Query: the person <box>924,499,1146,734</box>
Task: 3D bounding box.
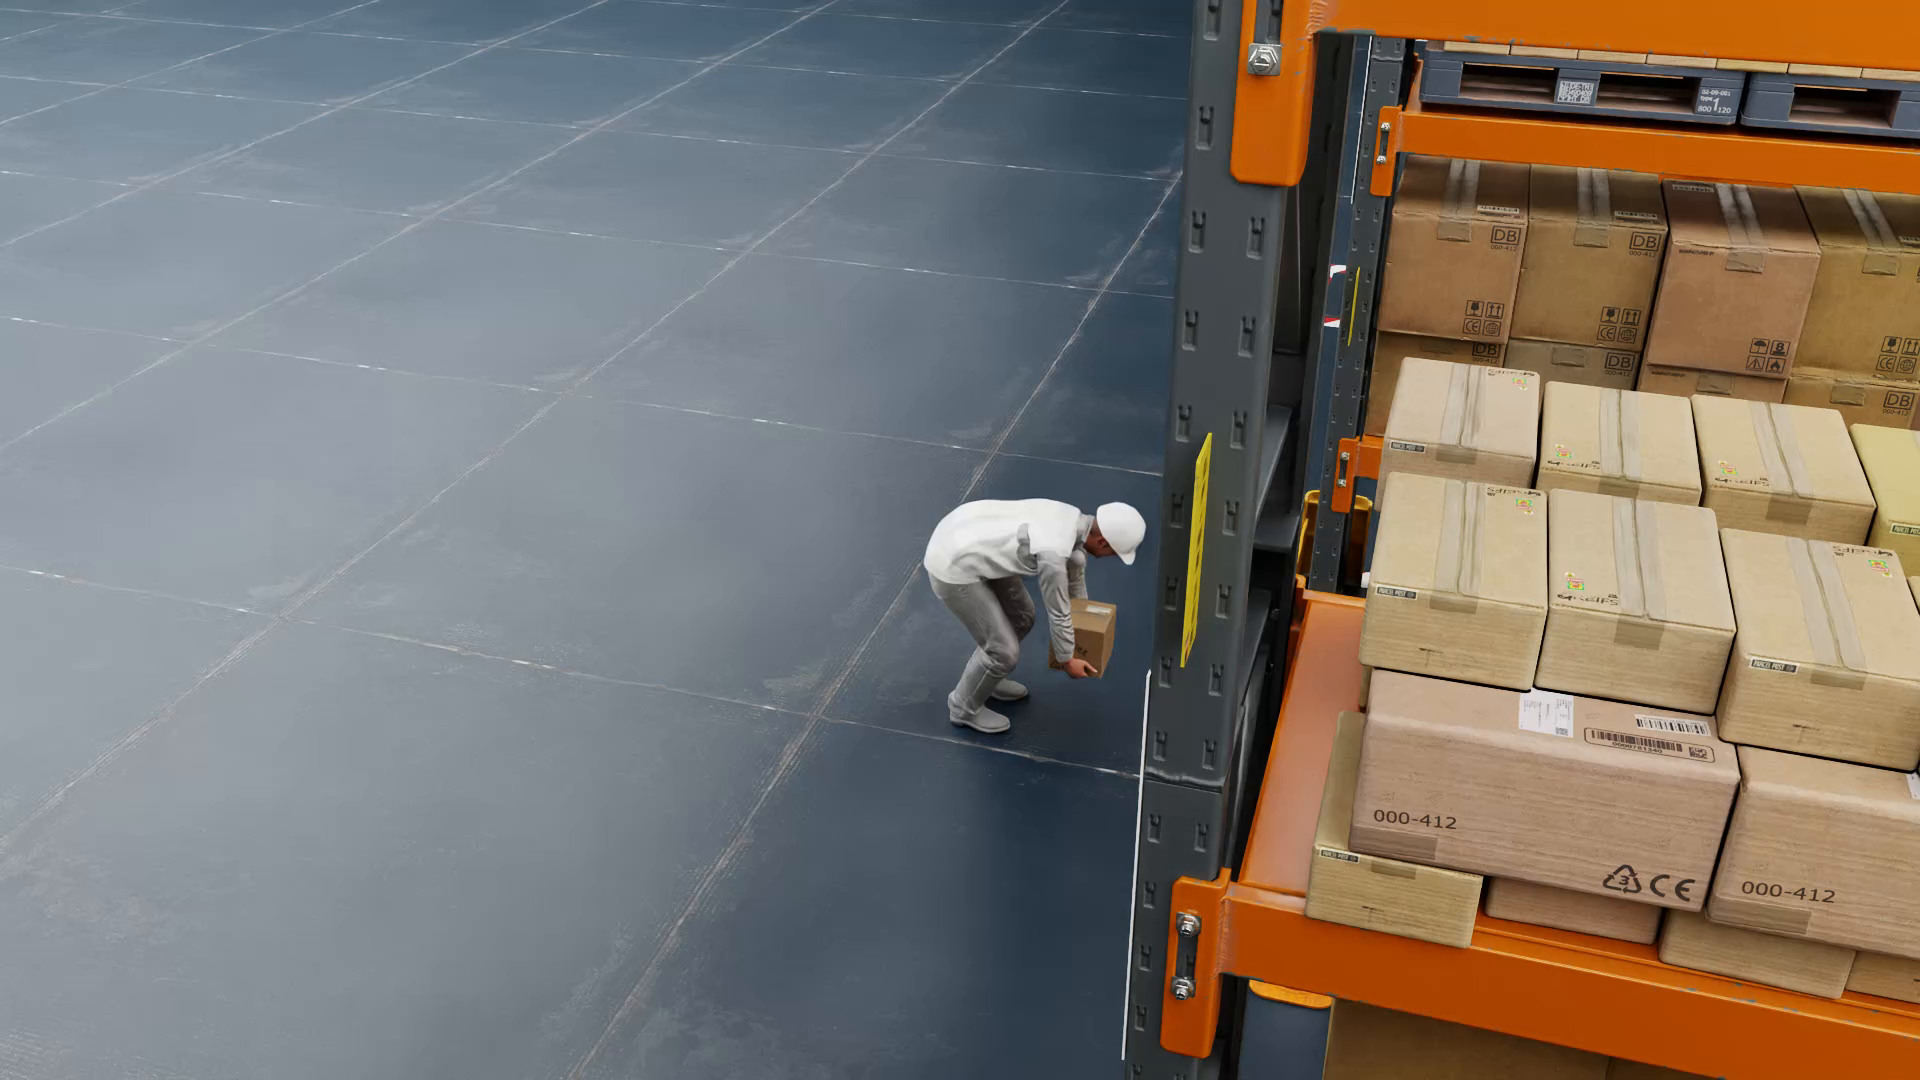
[{"bbox_3d":[0.334,0.321,7.636,0.985,1.178,0.488,7,30,13],"label":"person"}]
